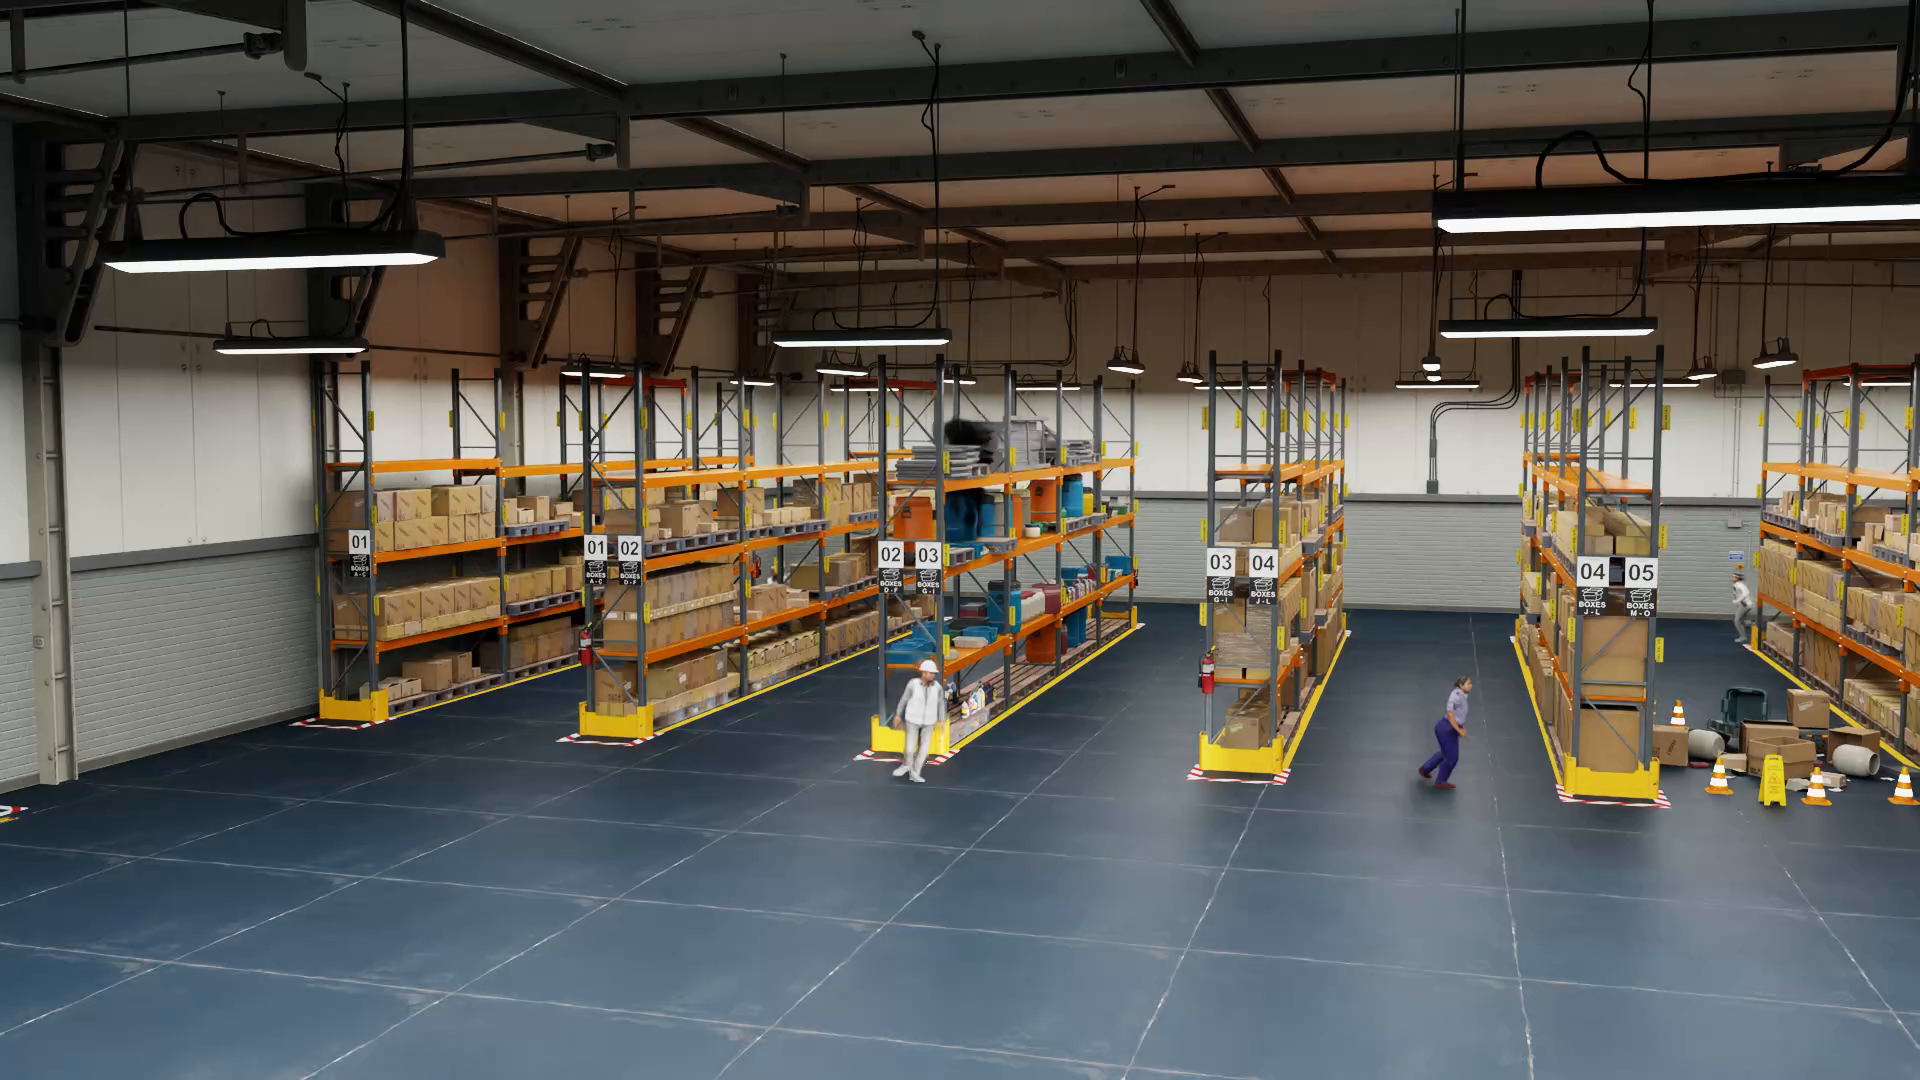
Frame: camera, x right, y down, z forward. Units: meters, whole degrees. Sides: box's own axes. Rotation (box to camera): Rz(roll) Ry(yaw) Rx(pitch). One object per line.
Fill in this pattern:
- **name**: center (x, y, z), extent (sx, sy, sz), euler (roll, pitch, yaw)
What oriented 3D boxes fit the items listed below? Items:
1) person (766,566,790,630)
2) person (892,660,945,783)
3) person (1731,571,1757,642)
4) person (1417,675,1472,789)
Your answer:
- **person**: center (-4.156, 1.440, 37.751), extent (0.684, 1.732, 0.659), euler (2, 4, 24)
- **person**: center (-0.556, 2.503, 22.960), extent (0.692, 1.735, 0.598), euler (-1, 4, -16)
- **person**: center (17.809, 1.512, 37.688), extent (0.665, 1.620, 0.610), euler (2, 4, 20)
- **person**: center (6.607, 2.602, 22.691), extent (0.728, 1.561, 0.616), euler (2, 4, 24)
